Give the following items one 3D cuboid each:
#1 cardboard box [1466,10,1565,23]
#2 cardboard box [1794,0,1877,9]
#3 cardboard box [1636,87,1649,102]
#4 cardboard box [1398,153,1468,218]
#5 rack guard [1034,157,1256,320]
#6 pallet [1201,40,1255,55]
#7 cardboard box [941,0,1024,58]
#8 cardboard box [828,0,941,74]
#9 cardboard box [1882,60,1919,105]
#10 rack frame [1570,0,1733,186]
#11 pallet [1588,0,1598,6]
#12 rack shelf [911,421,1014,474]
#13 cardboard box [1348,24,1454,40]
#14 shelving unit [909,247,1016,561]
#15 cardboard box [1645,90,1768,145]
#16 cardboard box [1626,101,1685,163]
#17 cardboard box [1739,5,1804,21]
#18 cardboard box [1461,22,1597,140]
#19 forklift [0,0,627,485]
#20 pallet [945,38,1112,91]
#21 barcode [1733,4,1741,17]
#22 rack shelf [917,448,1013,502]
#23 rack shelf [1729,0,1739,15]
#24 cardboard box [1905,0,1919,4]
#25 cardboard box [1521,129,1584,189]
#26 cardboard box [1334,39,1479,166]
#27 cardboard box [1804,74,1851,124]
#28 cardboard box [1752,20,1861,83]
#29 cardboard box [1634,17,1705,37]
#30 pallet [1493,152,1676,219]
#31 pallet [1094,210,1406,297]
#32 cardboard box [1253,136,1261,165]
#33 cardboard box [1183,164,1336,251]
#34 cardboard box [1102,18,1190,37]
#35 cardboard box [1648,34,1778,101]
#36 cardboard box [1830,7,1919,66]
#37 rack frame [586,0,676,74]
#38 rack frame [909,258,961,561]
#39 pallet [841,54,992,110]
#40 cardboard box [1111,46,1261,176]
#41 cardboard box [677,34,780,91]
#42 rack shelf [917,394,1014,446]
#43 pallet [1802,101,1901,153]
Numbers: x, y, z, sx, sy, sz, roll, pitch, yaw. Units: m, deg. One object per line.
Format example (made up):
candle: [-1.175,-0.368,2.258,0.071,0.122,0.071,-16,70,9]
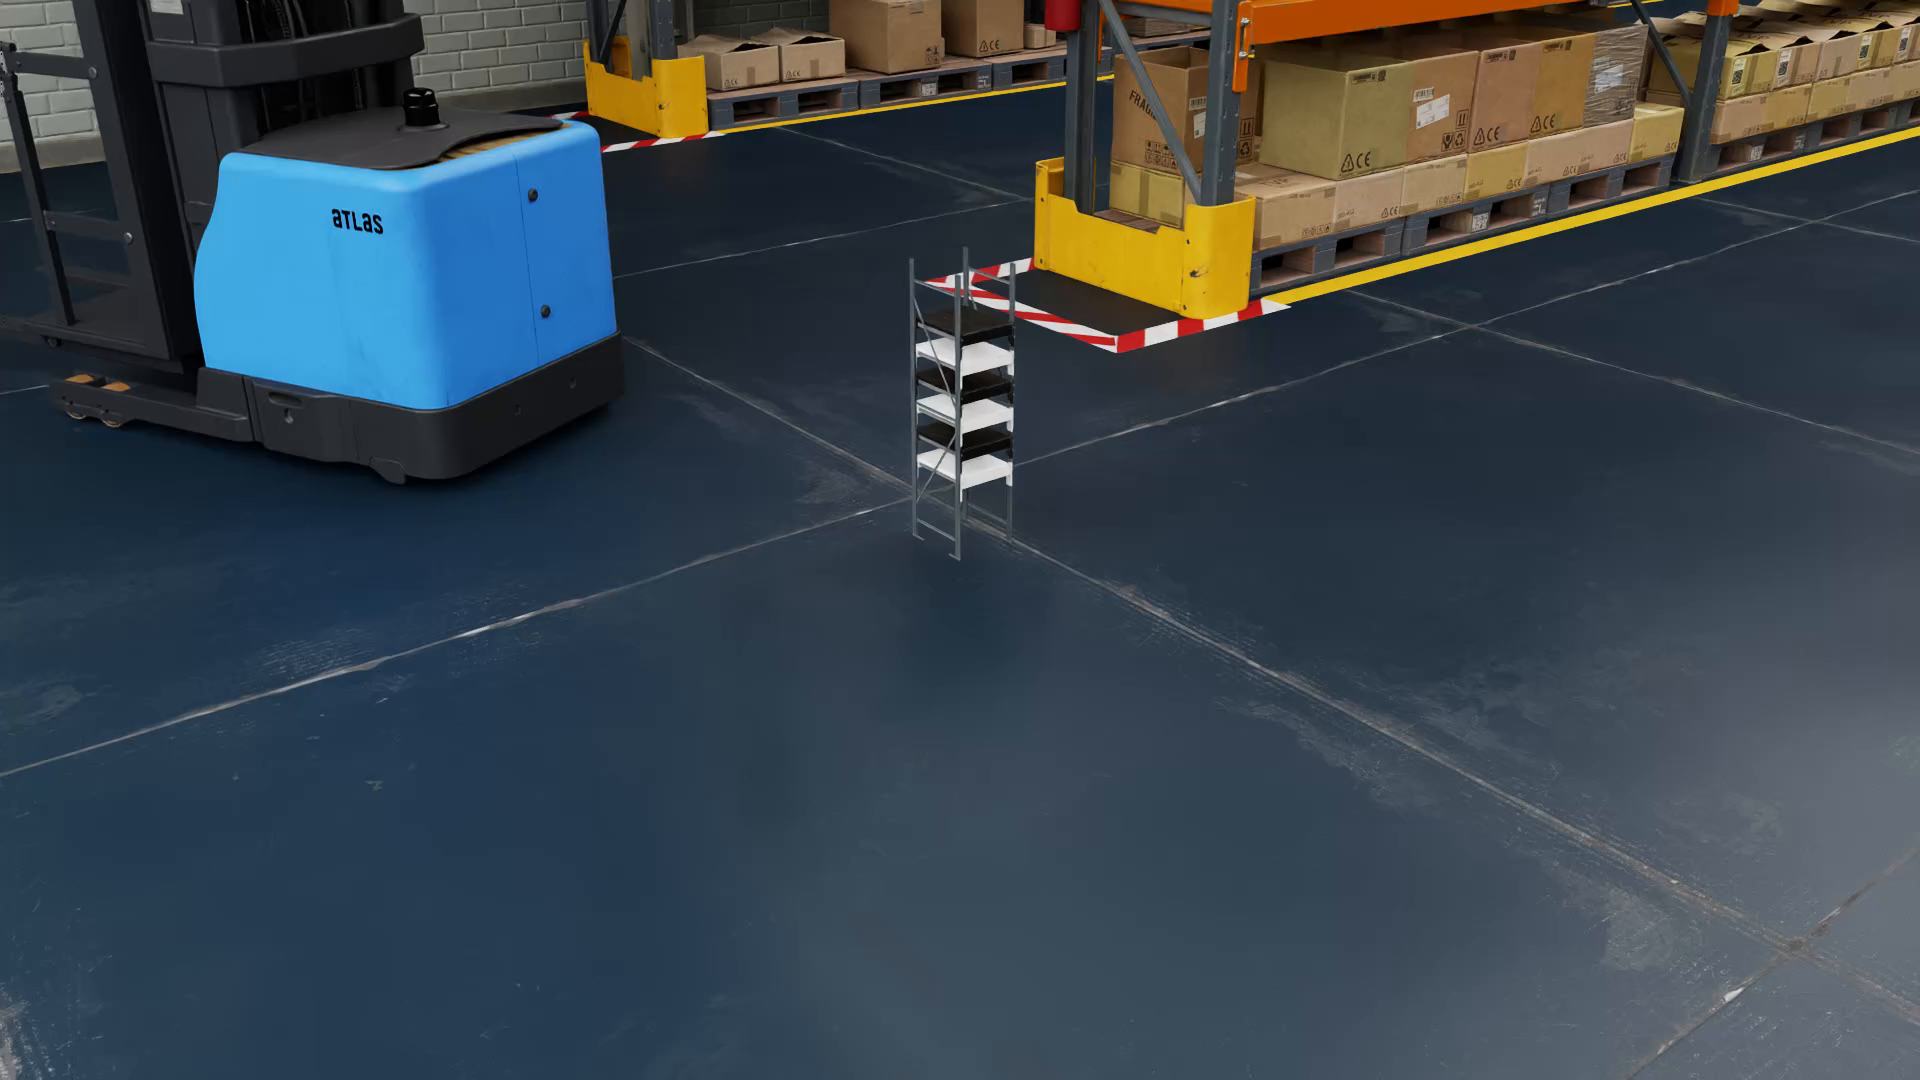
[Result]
cardboard box: [3.052,-2.741,9.469,0.500,0.500,0.500,-18,31,-34]
cardboard box: [6.145,-3.665,11.686,0.500,0.311,0.500,-19,31,-35]
cardboard box: [4.146,-2.754,10.387,0.500,0.250,0.500,-19,31,-35]
cardboard box: [2.195,-1.837,8.413,0.500,0.250,0.500,-18,31,-34]
rack guard: [0.832,-1.427,7.732,0.348,0.500,1.175,-18,31,-34]
pallet: [2.511,-4.503,14.702,1.213,0.211,1.003,-18,31,-34]
cardboard box: [0.147,-4.029,12.816,0.500,0.500,0.500,-21,32,-38]
cardboard box: [-0.552,-3.745,12.203,0.500,0.500,0.700,-21,32,-37]
cardboard box: [6.082,-3.107,11.148,0.500,0.250,0.500,-17,30,-33]
rack frame: [3.999,-3.607,9.458,0.127,3.000,1.000,-18,31,-34]
pallet: [5.713,-5.516,16.884,1.213,0.211,1.003,-18,31,-34]
rack shelf: [0.006,-0.298,5.117,0.200,0.077,0.258,-18,31,-34]
cardboard box: [2.261,-2.483,8.913,0.500,0.500,0.500,-18,31,-34]
shelving unit: [0.006,-0.410,5.065,0.210,0.900,0.258,-18,31,-34]
cardboard box: [4.469,-2.573,9.997,0.500,0.250,0.500,-19,31,-35]
cardboard box: [3.768,-2.357,9.533,0.500,0.250,0.500,-18,31,-34]
cardboard box: [5.338,-3.400,11.114,0.500,0.311,0.500,-19,31,-35]
cardboard box: [2.977,-2.440,8.821,0.500,0.500,0.500,-18,31,-34]
forklift: [-2.816,-1.929,5.925,3.031,2.935,1.130,12,27,24]
pallet: [0.432,-3.796,13.178,1.213,0.211,1.003,-18,31,-34]
barcode: [4.456,-3.036,9.535,0.075,0.075,0.001,-18,31,-34]
rack shelf: [0.006,-0.217,5.155,0.200,0.077,0.258,-18,31,-34]
rack shelf: [5.572,-3.800,10.729,4.000,0.370,1.077,-18,31,-34]
cardboard box: [6.886,-3.626,11.600,0.500,0.311,0.500,-17,30,-33]
cardboard box: [2.985,-2.096,8.970,0.500,0.250,0.500,-18,31,-34]
cardboard box: [2.188,-2.181,8.263,0.500,0.500,0.500,-18,31,-34]
cardboard box: [5.278,-2.840,10.574,0.500,0.250,0.500,-19,31,-36]
cardboard box: [5.281,-3.092,10.451,0.500,0.311,0.500,-19,31,-36]
cardboard box: [4.546,-3.142,10.557,0.500,0.311,0.500,-17,30,-33]
pallet: [3.347,-2.149,9.630,1.213,0.211,1.003,-18,31,-34]
pallet: [1.427,-1.515,8.264,1.213,0.211,1.003,-18,31,-34]
cardboard box: [1.477,-1.882,8.509,0.500,0.250,0.500,-18,31,-34]
cardboard box: [1.410,-1.576,7.851,0.500,0.250,0.500,-18,31,-34]
cardboard box: [1.508,-4.509,13.849,0.500,0.500,0.700,-17,30,-32]
cardboard box: [4.477,-2.829,9.884,0.500,0.311,0.500,-18,30,-34]
cardboard box: [6.082,-3.358,11.024,0.500,0.311,0.500,-18,31,-34]
rack frame: [-2.209,-4.208,10.753,0.127,3.000,1.000,-18,31,-34]
rack frame: [-0.074,-0.384,5.008,0.006,0.900,0.240,-18,31,-34]
pallet: [-0.529,-3.477,12.491,1.213,0.211,1.003,-18,31,-34]
cardboard box: [1.089,-2.089,8.064,0.500,0.500,0.500,-18,31,-34]
cardboard box: [-1.609,-3.337,11.549,0.500,0.311,0.500,-23,33,-40]
rack shelf: [0.006,-0.380,5.079,0.200,0.077,0.258,-18,31,-34]
pallet: [5.515,-2.865,11.172,1.213,0.211,1.003,-18,31,-34]
